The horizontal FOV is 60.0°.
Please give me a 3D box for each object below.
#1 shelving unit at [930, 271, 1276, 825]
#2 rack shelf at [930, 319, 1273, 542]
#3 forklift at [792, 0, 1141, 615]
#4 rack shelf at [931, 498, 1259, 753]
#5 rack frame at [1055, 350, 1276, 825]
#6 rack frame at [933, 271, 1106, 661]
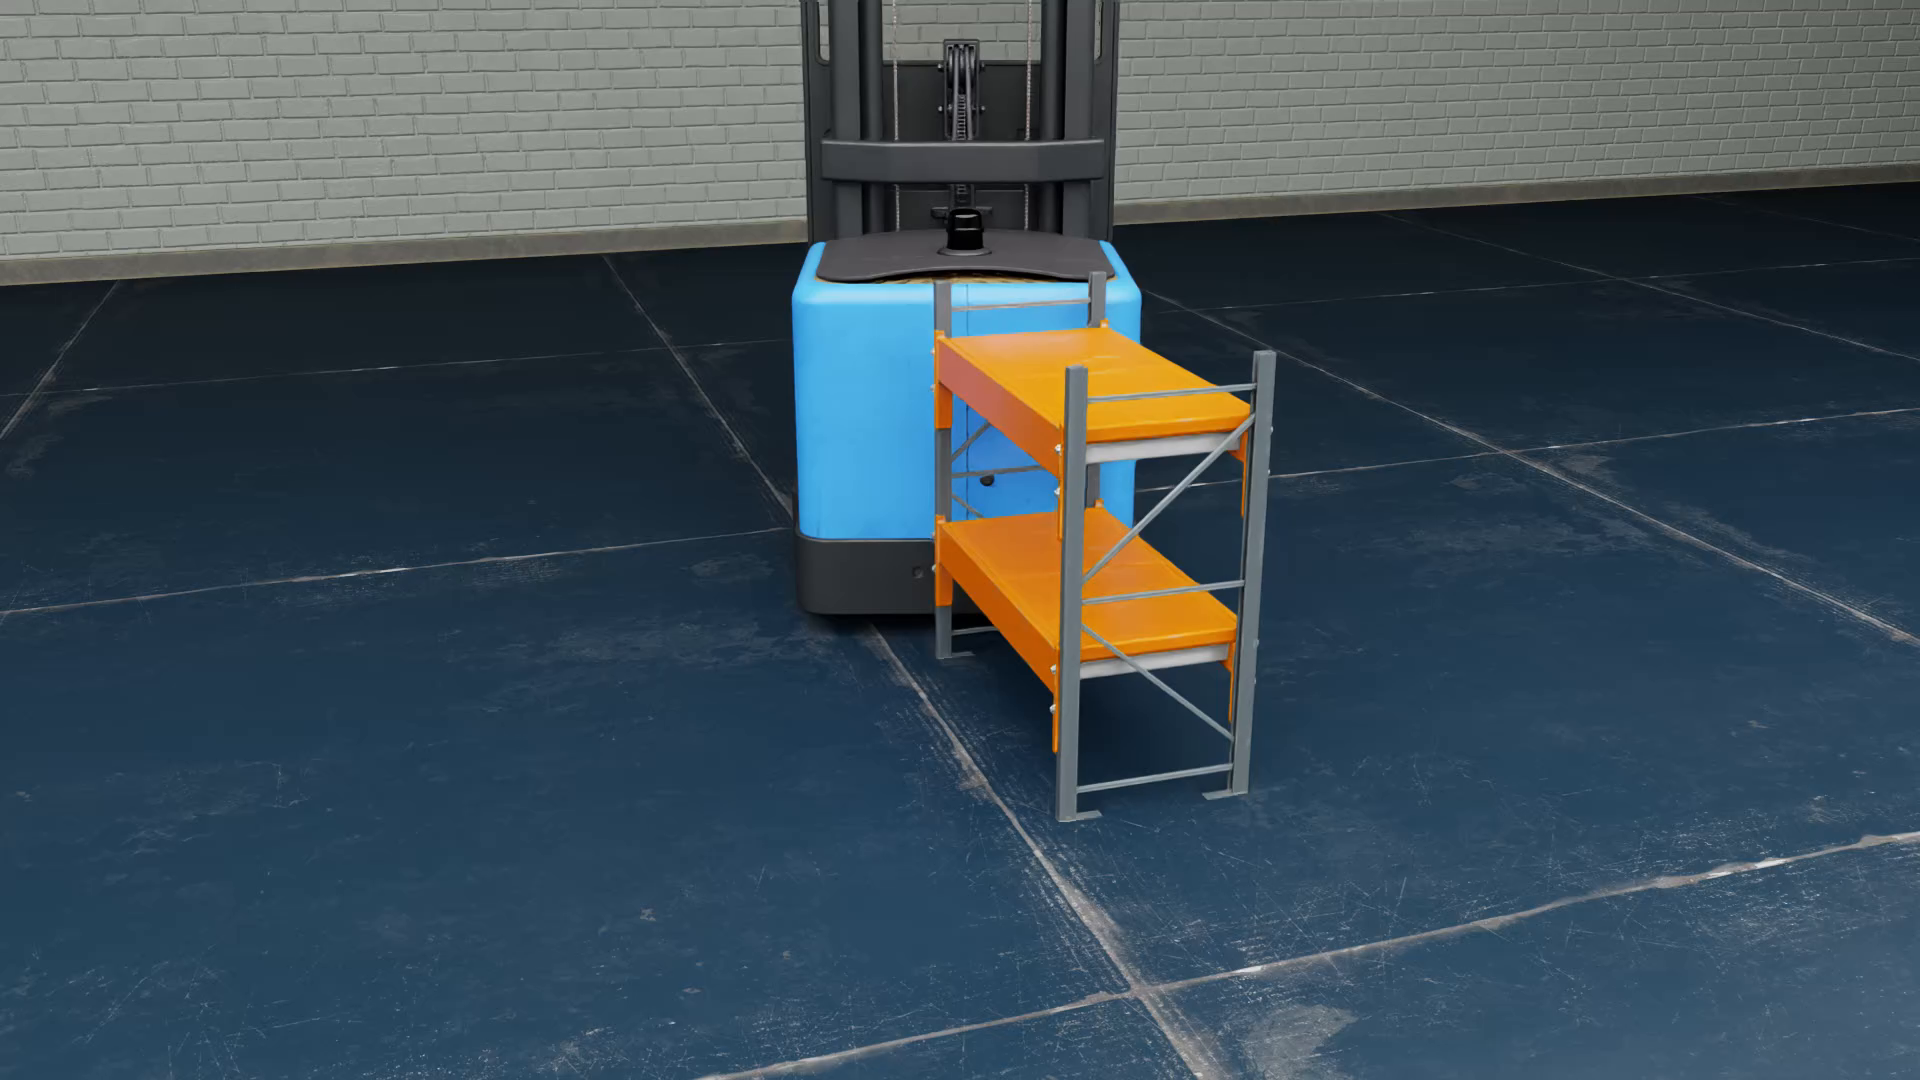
[{"bbox_3d":[0.322,-0.038,4.357,0.538,1.125,1.048,-6,21,-16],"label":"shelving unit"},{"bbox_3d":[0.322,-0.313,4.258,0.538,0.278,1.000,-6,21,-16],"label":"rack shelf"},{"bbox_3d":[-0.004,-1.598,6.030,1.130,2.935,3.031,0,20,-1],"label":"forklift"},{"bbox_3d":[0.322,0.193,4.440,0.538,0.278,1.000,-6,21,-16],"label":"rack shelf"},{"bbox_3d":[0.474,0.126,3.901,0.500,1.125,0.032,-6,21,-16],"label":"rack frame"},{"bbox_3d":[0.170,-0.202,4.814,0.500,1.125,0.032,-6,21,-16],"label":"rack frame"}]
